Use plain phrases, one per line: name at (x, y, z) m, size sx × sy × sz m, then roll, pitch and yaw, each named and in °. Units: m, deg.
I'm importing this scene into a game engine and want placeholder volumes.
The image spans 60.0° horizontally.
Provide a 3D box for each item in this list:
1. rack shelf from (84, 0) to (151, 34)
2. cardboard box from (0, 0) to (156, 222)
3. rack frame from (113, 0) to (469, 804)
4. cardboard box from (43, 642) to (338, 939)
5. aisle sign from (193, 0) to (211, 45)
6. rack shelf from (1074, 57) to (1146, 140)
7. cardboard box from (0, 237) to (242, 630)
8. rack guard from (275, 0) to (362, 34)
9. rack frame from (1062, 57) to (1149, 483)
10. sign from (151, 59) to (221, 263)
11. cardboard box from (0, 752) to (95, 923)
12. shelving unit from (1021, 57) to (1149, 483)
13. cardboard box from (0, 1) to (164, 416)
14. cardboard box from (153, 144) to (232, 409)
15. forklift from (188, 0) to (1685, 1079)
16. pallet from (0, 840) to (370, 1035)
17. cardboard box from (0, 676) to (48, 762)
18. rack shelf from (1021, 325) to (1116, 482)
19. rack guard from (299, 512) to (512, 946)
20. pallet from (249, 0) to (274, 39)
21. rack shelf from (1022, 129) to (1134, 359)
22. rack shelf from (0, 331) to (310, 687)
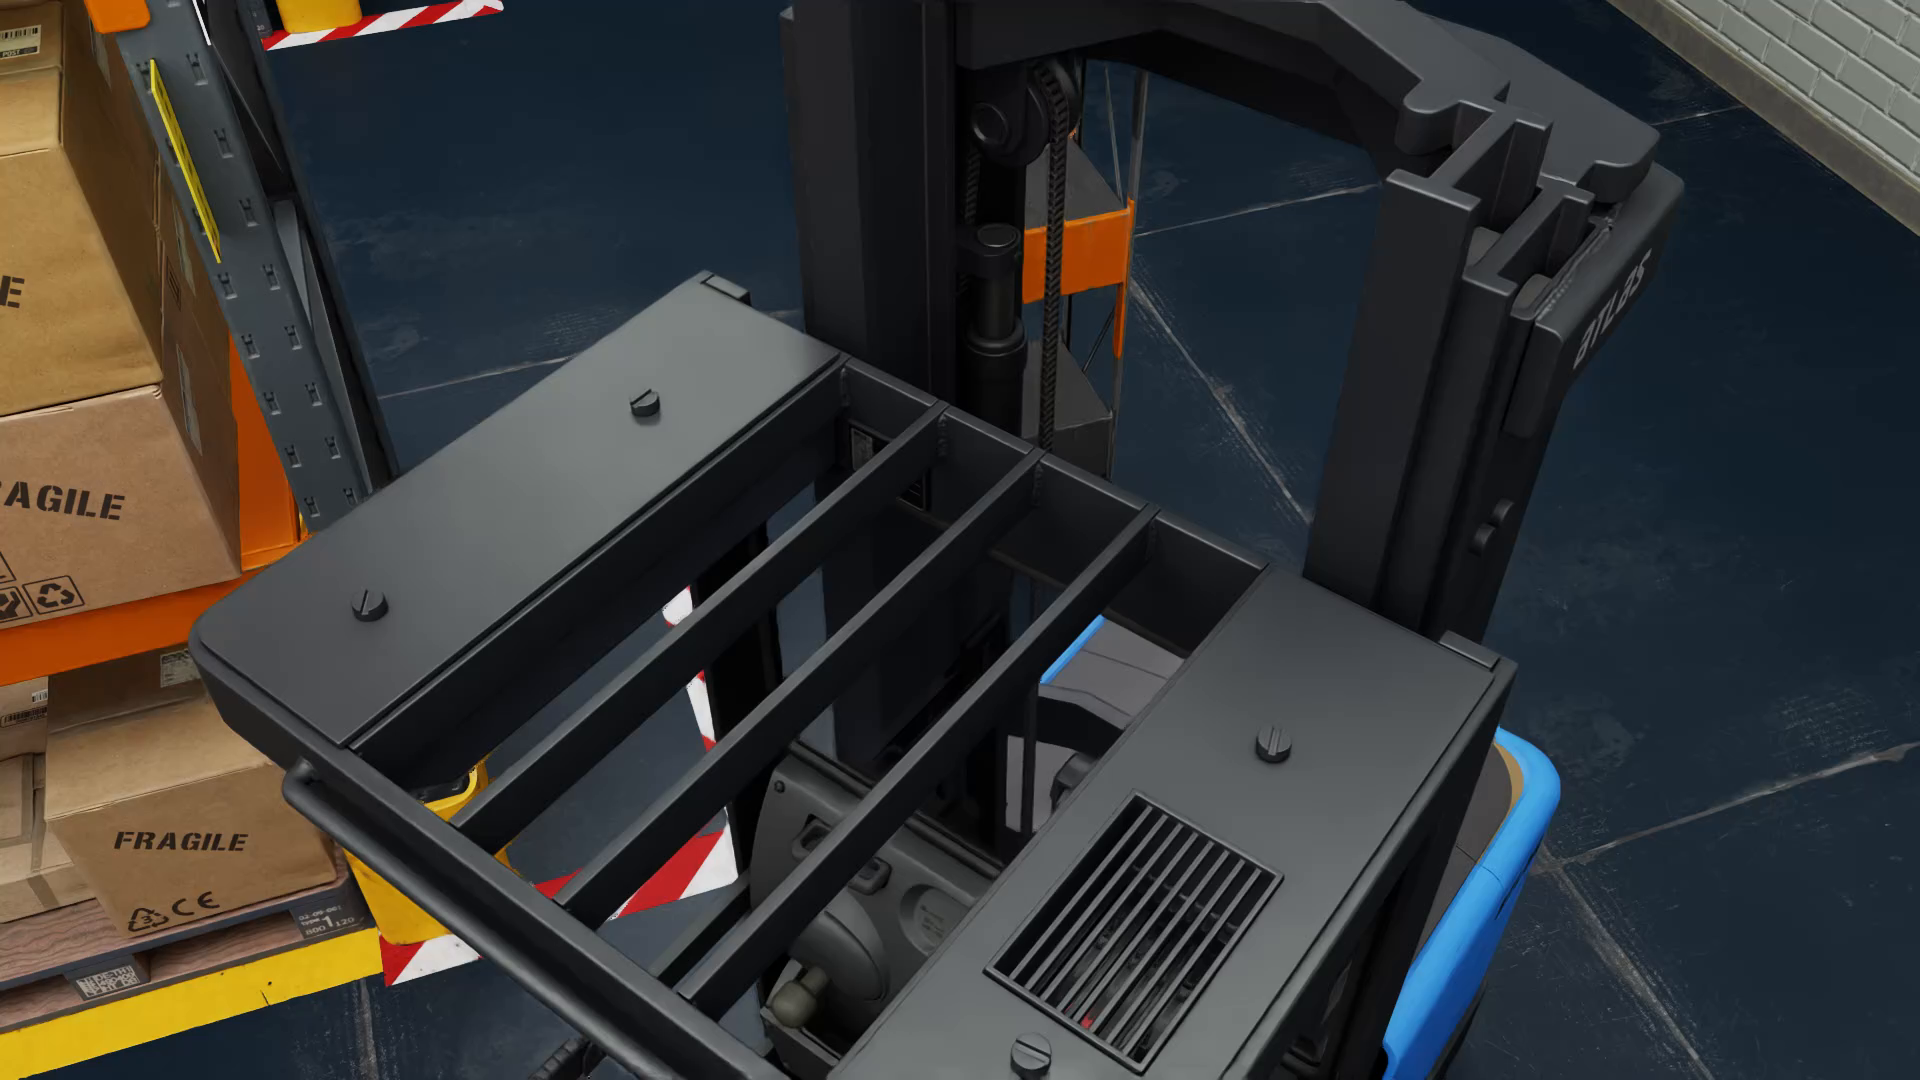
rack shelf at (-3.305, -0.788, 2.307) m, size 4.000 × 0.370 × 1.077 m, roll -14°, pitch 47°, yaw -14°
cardboard box at (-1.931, -0.921, 3.273) m, size 0.500 × 0.500 × 0.500 m, roll -13°, pitch 47°, yaw -13°
rack frame at (-1.424, -0.464, 3.594) m, size 0.127 × 3.000 × 1.000 m, roll -14°, pitch 47°, yaw -14°
cardboard box at (-1.852, 0.558, 4.030) m, size 0.500 × 0.500 × 0.500 m, roll -14°, pitch 47°, yaw -14°
aisle sign at (-1.256, -1.194, 2.487) m, size 0.004 × 0.787 × 0.394 m, roll -14°, pitch 47°, yaw -14°
rack shelf at (0.156, -1.266, 4.060) m, size 0.480 × 0.518 × 0.431 m, roll -14°, pitch 47°, yaw -14°
cardboard box at (-1.753, -0.210, 3.271) m, size 0.500 × 0.500 × 0.500 m, roll -13°, pitch 47°, yaw -13°
rack guard at (-3.087, -2.886, 7.774) m, size 0.348 × 0.500 × 1.175 m, roll -14°, pitch 47°, yaw -14°
rack frame at (0.385, -0.840, 4.604) m, size 0.015 × 2.100 × 0.400 m, roll -14°, pitch 47°, yaw -14°
sign at (-1.255, -0.609, 2.699) m, size 0.005 × 0.325 × 0.100 m, roll -14°, pitch 47°, yaw -14°
cardboard box at (-2.263, 0.714, 4.111) m, size 0.250 × 0.166 × 0.380 m, roll -14°, pitch 47°, yaw -14°
shelving unit at (0.156, -0.781, 4.546) m, size 0.503 × 2.100 × 0.431 m, roll -14°, pitch 47°, yaw -14°
cardboard box at (-1.749, -0.562, 2.916) m, size 0.500 × 0.500 × 0.500 m, roll -15°, pitch 47°, yaw -14°
cardboard box at (-1.931, -0.568, 3.628) m, size 0.500 × 0.500 × 0.500 m, roll -13°, pitch 47°, yaw -13°
forklift at (-0.073, 0.789, 2.395) m, size 1.130 × 2.935 × 3.031 m, roll 28°, pitch 51°, yaw 25°
pallet at (-2.245, 0.731, 4.372) m, size 1.213 × 0.211 × 1.003 m, roll -14°, pitch 47°, yaw -14°
cardboard box at (-2.502, 0.414, 4.351) m, size 0.500 × 0.250 × 0.500 m, roll -14°, pitch 47°, yaw -14°
rack shelf at (0.156, -0.277, 5.051) m, size 0.480 × 0.518 × 0.431 m, roll -14°, pitch 47°, yaw -14°
rack guard at (-1.496, 0.437, 4.461) m, size 0.348 × 0.500 × 1.175 m, roll -14°, pitch 47°, yaw -14°
pallet at (-3.835, -2.534, 7.627) m, size 1.213 × 0.211 × 1.003 m, roll -14°, pitch 47°, yaw -14°
rack shelf at (0.156, -0.771, 4.556) m, size 0.480 × 0.518 × 0.431 m, roll -14°, pitch 47°, yaw -14°
rack shelf at (-3.305, 0.271, 3.370) m, size 4.000 × 0.370 × 1.077 m, roll -14°, pitch 47°, yaw -14°
